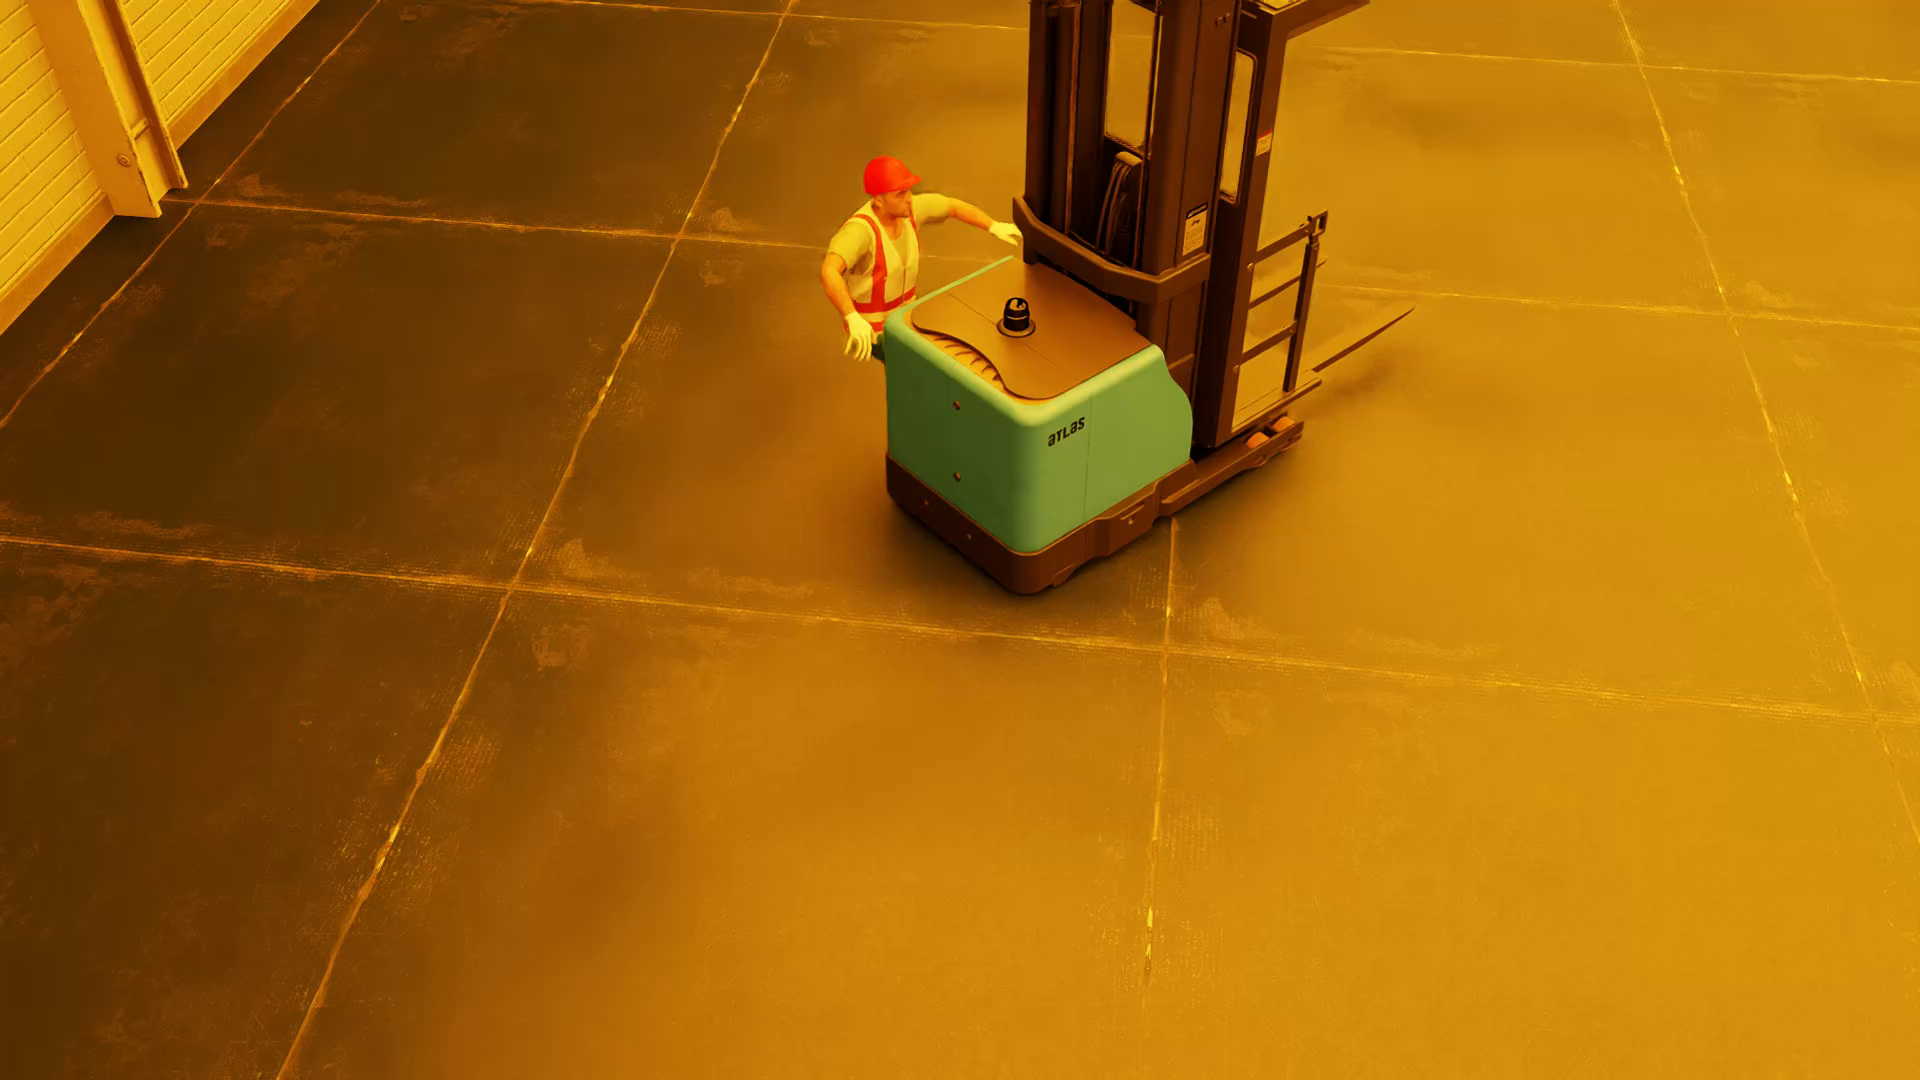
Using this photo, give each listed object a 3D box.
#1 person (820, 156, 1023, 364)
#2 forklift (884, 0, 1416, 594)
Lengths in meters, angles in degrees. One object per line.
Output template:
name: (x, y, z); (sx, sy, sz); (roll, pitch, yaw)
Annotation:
person: (-0.148, -1.009, 7.844); (0.863, 1.564, 1.136); (21, 46, 21)
forklift: (1.091, -1.690, 7.564); (3.031, 2.935, 1.130); (-30, 50, -29)
